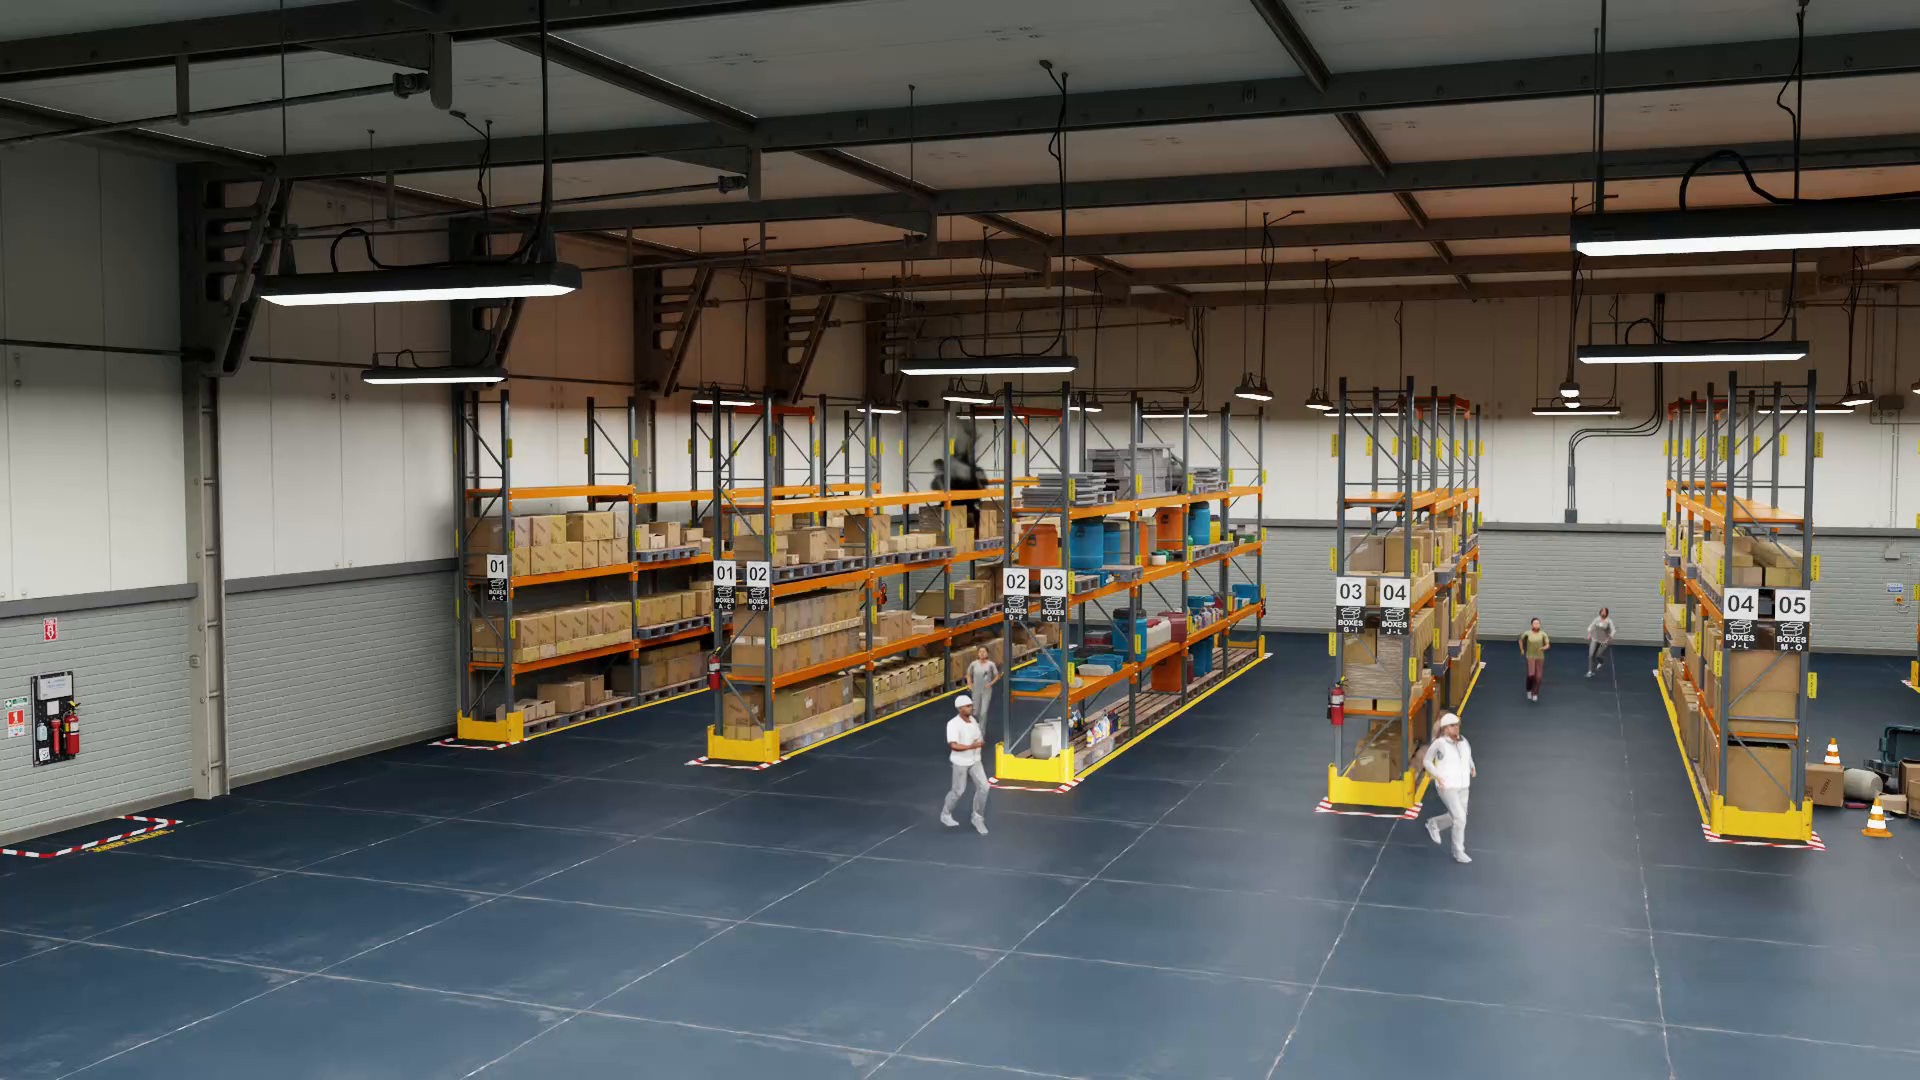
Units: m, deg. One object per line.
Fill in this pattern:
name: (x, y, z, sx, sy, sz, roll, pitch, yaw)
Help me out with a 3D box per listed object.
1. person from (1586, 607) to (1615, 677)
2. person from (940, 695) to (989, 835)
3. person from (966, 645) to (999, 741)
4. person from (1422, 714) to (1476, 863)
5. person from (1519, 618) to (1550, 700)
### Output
person: (14.091, 2.235, 36.538, 0.583, 1.544, 0.522, 3, 4, 40)
person: (0.072, 2.927, 21.634, 0.766, 1.827, 0.668, 3, 4, 43)
person: (0.385, 2.616, 28.563, 0.580, 1.624, 0.597, 0, 3, 7)
person: (6.020, 3.009, 20.412, 0.656, 1.771, 0.792, -1, 3, -25)
person: (11.365, 2.356, 32.878, 0.555, 1.636, 0.619, 1, 3, 11)
